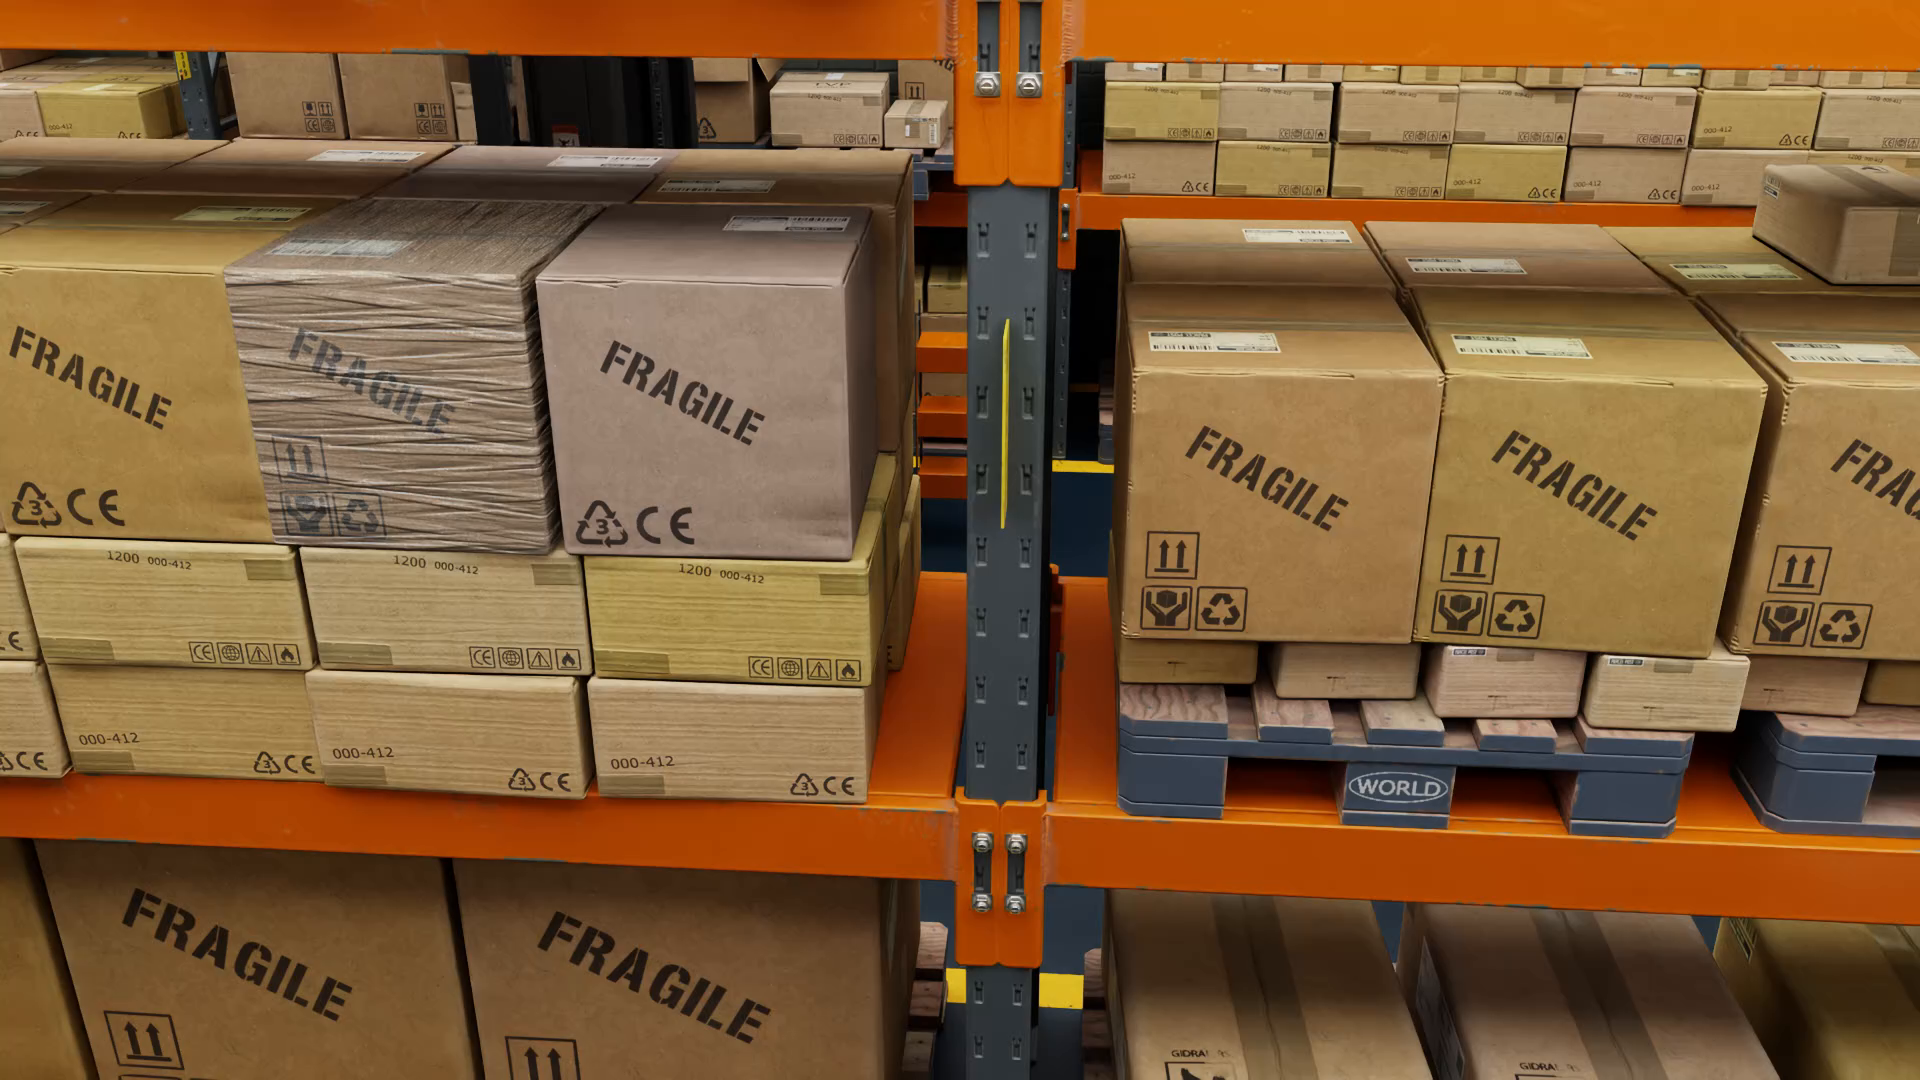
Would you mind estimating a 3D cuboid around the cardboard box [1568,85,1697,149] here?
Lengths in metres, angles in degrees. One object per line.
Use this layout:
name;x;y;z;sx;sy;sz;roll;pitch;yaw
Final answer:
cardboard box;2.945;-1.932;7.441;0.500;0.250;0.500;2;25;5

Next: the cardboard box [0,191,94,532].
cardboard box;-1.934;-0.349;3.103;0.500;0.500;0.500;1;25;3

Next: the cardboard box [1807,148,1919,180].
cardboard box;3.954;-1.670;7.471;0.500;0.250;0.500;2;25;5

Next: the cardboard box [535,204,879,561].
cardboard box;-0.423;-0.298;2.993;0.500;0.500;0.500;1;25;3

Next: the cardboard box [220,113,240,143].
cardboard box;-3.814;-2.098;8.522;0.250;0.149;0.380;2;25;4

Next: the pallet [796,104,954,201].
pallet;-0.193;-1.865;7.943;1.003;0.211;1.213;2;25;4

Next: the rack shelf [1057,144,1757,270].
rack shelf;2.483;-1.569;7.931;4.000;0.370;1.077;2;25;4

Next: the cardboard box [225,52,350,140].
cardboard box;-3.035;-2.215;7.853;0.500;0.500;0.700;2;25;5

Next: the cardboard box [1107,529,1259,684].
cardboard box;0.422;0.121;3.197;0.250;0.149;0.380;0;25;1

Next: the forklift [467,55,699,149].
forklift;-1.875;-1.422;6.833;3.031;2.935;1.130;5;25;11

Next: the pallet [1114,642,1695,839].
pallet;0.831;0.175;3.511;1.003;0.211;1.213;2;25;4

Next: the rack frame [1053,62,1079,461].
rack frame;0.488;-1.959;7.920;0.127;3.000;1.000;2;25;4

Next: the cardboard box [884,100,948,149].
cardboard box;-0.196;-1.897;7.583;0.250;0.149;0.380;2;25;5

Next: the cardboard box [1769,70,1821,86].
cardboard box;3.620;-2.120;7.374;0.250;0.149;0.380;2;25;4

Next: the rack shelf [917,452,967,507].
rack shelf;-0.053;-0.217;7.155;0.240;0.259;0.215;2;25;4

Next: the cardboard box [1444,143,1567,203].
cardboard box;2.444;-1.726;7.592;0.500;0.250;0.500;3;25;6

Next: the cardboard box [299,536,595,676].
cardboard box;-0.902;0.026;3.186;0.500;0.250;0.500;1;25;3

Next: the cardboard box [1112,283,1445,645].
cardboard box;0.543;-0.151;3.012;0.500;0.500;0.500;1;25;3

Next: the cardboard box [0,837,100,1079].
cardboard box;-2.351;0.768;4.032;0.875;0.875;0.875;3;25;6

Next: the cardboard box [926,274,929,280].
cardboard box;-0.398;-1.169;8.690;0.500;0.500;0.500;2;25;4

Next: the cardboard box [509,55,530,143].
cardboard box;-1.736;-2.173;7.762;0.500;0.500;0.700;2;25;4

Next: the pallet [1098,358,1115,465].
pallet;1.306;-0.650;8.410;1.213;0.211;1.003;2;25;4

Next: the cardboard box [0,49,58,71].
cardboard box;-4.964;-2.654;8.355;0.500;0.500;0.500;1;25;3

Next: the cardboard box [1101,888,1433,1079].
cardboard box;0.675;1.135;3.837;0.625;0.372;0.950;0;25;0

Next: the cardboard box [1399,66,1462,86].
cardboard box;2.071;-2.130;7.394;0.250;0.149;0.380;2;25;5

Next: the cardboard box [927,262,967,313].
cardboard box;-0.023;-1.220;8.024;0.250;0.149;0.380;1;25;1

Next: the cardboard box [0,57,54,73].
cardboard box;-4.988;-2.313;8.512;0.500;0.250;0.500;2;25;5

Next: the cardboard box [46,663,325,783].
cardboard box;-1.423;0.237;3.326;0.500;0.250;0.500;2;25;3

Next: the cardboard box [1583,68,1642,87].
cardboard box;2.843;-2.118;7.370;0.250;0.149;0.380;2;25;4

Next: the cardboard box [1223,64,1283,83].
cardboard box;1.308;-2.161;7.462;0.250;0.149;0.380;3;25;5

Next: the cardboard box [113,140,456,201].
cardboard box;-1.371;-0.543;3.525;0.500;0.500;0.500;3;25;5

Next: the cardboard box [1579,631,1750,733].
cardboard box;1.243;0.189;3.049;0.250;0.149;0.380;2;25;4

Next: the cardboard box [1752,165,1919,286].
cardboard box;1.765;-0.622;3.259;0.250;0.149;0.380;1;25;1

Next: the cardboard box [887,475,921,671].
cardboard box;-0.357;0.057;3.717;0.500;0.250;0.500;1;25;3

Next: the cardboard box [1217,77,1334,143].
cardboard box;1.411;-1.986;7.559;0.500;0.250;0.500;3;25;6

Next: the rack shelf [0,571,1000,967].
rack shelf;-1.882;0.372;3.713;4.000;0.370;1.077;2;25;4

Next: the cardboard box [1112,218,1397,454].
cardboard box;0.587;-0.363;3.473;0.500;0.500;0.500;1;25;2

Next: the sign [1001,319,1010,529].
sign;0.073;-0.185;2.679;0.005;0.325;0.100;2;25;4

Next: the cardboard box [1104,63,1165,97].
cardboard box;0.957;-2.220;8.067;0.500;0.250;0.500;2;25;5

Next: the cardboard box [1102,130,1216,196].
cardboard box;0.912;-1.775;7.699;0.500;0.250;0.500;2;25;4

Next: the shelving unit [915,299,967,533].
shelving unit;-0.053;-0.479;7.034;0.252;1.050;0.215;2;25;4
